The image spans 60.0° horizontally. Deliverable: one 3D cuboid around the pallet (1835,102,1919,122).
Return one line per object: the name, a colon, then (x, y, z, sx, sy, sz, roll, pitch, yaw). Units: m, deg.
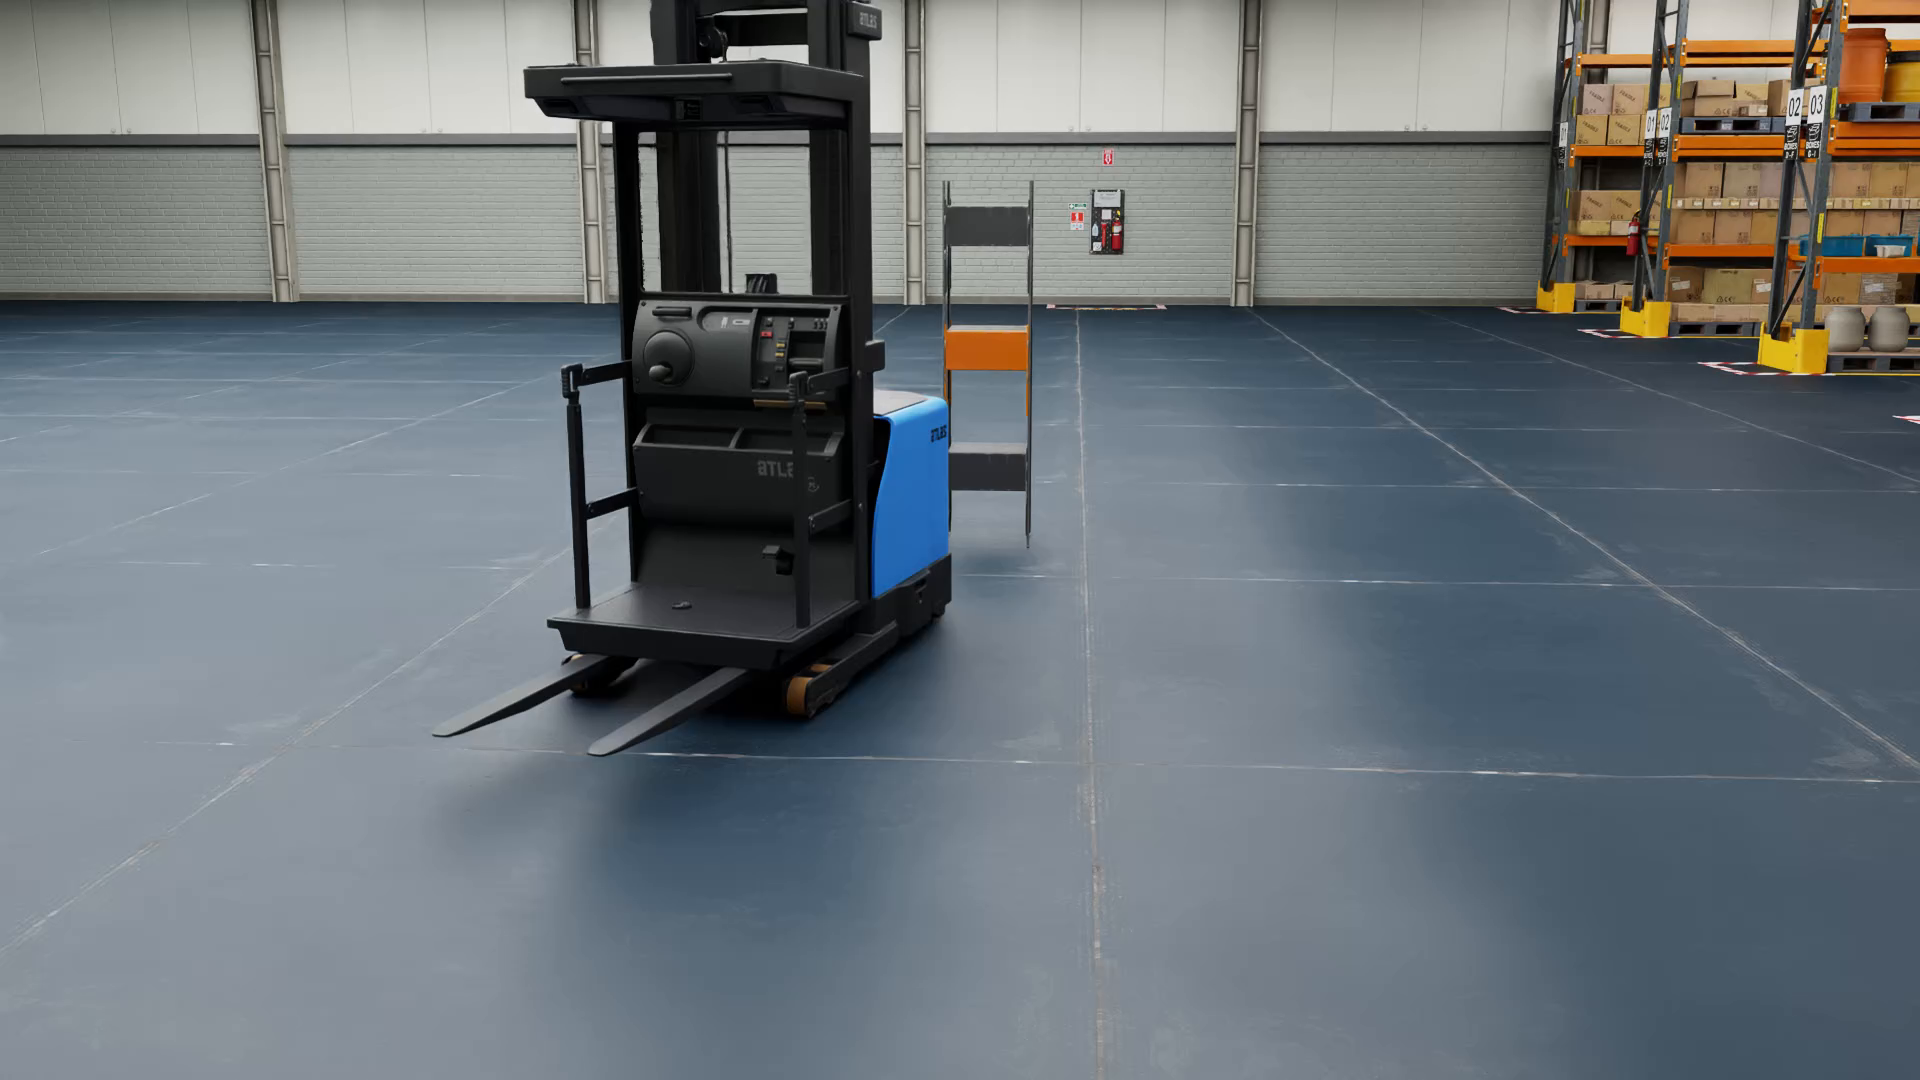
pallet: (10.542, -4.830, 18.841, 1.213, 0.211, 1.003, 1, 12, 4)

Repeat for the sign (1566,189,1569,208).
sign: (10.349, -5.823, 28.335, 0.005, 0.325, 0.100, 1, 12, 4)

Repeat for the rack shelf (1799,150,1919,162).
rack shelf: (16.372, -6.544, 28.328, 4.000, 0.370, 1.077, 1, 12, 4)

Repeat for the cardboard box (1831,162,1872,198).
cardboard box: (12.602, -5.145, 23.799, 0.500, 0.500, 0.700, 1, 12, 4)

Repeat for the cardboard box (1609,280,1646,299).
cardboard box: (11.638, -4.373, 29.013, 0.500, 0.311, 0.500, 2, 12, 8)

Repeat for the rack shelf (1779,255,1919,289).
rack shelf: (11.719, -3.106, 19.221, 4.000, 0.370, 1.077, 1, 12, 4)

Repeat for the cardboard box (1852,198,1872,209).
cardboard box: (12.748, -4.784, 23.654, 0.250, 0.149, 0.380, 1, 12, 3)

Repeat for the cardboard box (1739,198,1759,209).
cardboard box: (11.199, -4.804, 23.752, 0.250, 0.149, 0.380, 1, 12, 3)

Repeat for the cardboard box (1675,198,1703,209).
cardboard box: (10.435, -4.815, 23.803, 0.250, 0.149, 0.380, 1, 12, 3)

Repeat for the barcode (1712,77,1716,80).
barcode: (13.018, -7.960, 28.701, 0.075, 0.075, 0.001, 1, 12, 4)

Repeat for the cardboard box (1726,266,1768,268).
cardboard box: (11.612, -3.767, 24.482, 0.500, 0.500, 0.500, 1, 12, 4)

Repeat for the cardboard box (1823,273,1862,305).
cardboard box: (12.575, -3.647, 23.905, 0.500, 0.500, 0.500, 1, 12, 4)

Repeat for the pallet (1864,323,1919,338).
pallet: (13.258, -3.098, 24.232, 1.213, 0.211, 1.003, 1, 12, 4)

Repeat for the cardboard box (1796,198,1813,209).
cardboard box: (11.969, -4.794, 23.701, 0.250, 0.149, 0.380, 1, 12, 4)

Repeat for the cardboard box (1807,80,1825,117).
cardboard box: (12.414, -6.284, 23.710, 0.637, 0.503, 0.797, 2, 12, 10)

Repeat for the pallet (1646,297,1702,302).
pallet: (12.483, -4.108, 29.064, 1.213, 0.211, 1.003, 1, 12, 4)

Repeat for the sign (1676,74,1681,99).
sign: (10.015, -6.319, 23.169, 0.005, 0.325, 0.100, 1, 12, 4)

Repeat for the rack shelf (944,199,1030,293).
rack shelf: (0.165, -1.697, 9.573, 0.480, 0.518, 0.431, 1, 12, 4)

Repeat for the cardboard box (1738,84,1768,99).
cardboard box: (13.308, -7.428, 28.064, 0.500, 0.500, 0.500, 1, 12, 7)

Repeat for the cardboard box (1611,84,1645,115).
cardboard box: (11.251, -7.454, 28.187, 0.500, 0.500, 0.500, 1, 12, 3)

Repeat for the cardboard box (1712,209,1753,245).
cardboard box: (11.047, -4.531, 24.032, 0.500, 0.500, 0.700, 1, 12, 5)

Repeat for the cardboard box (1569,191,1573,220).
cardboard box: (10.870, -5.850, 29.067, 0.500, 0.500, 0.500, 1, 12, 3)

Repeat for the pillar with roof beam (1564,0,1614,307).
pillar with roof beam: (10.854, -7.734, 24.934, 0.400, 9.000, 9.100, 1, 12, 4)

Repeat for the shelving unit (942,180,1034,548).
shelving unit: (0.165, -1.025, 9.714, 0.503, 2.100, 0.431, 1, 12, 4)

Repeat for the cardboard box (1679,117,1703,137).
cardboard box: (12.290, -6.957, 28.254, 0.500, 0.500, 0.500, 2, 12, 7)

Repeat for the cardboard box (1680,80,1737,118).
cardboard box: (10.631, -6.282, 23.699, 0.637, 0.503, 0.797, 2, 12, 8)

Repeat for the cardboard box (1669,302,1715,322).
cardboard box: (10.578, -3.305, 24.102, 0.500, 0.250, 0.500, 1, 12, 4)

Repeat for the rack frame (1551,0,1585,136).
rack frame: (10.385, -8.446, 28.339, 0.127, 3.000, 1.000, 1, 12, 4)

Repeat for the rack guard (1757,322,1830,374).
rack guard: (9.802, -2.271, 19.575, 0.348, 0.500, 1.175, 1, 12, 4)

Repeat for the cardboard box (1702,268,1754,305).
cardboard box: (11.077, -3.665, 23.994, 0.500, 0.500, 0.500, 1, 12, 4)

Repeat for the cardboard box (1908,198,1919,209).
cardboard box: (13.517, -4.773, 23.604, 0.250, 0.149, 0.380, 1, 12, 3)

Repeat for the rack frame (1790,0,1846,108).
rack frame: (9.723, -6.422, 18.664, 0.127, 3.000, 1.000, 1, 12, 4)

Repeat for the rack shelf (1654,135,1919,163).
rack shelf: (12.054, -5.586, 23.751, 4.000, 0.370, 1.077, 1, 12, 4)

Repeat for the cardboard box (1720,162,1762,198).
cardboard box: (11.101, -5.166, 23.897, 0.500, 0.500, 0.700, 0, 12, 2)

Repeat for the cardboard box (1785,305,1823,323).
cardboard box: (12.075, -3.284, 24.002, 0.500, 0.250, 0.500, 1, 12, 4)

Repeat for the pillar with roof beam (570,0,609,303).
pillar with roof beam: (-7.106, -7.980, 26.111, 0.400, 9.000, 9.100, 1, 12, 4)

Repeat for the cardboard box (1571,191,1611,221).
cardboard box: (10.842, -5.745, 28.565, 0.500, 0.500, 0.500, 1, 12, 4)

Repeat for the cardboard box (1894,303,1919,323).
cardboard box: (13.572, -3.264, 23.909, 0.500, 0.250, 0.500, 1, 12, 4)

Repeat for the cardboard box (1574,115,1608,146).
cardboard box: (10.702, -6.981, 28.368, 0.500, 0.500, 0.500, 1, 12, 5)

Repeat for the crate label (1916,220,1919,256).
crate label: (11.578, -3.533, 19.418, 0.616, 0.435, 0.502, 1, 12, 4)

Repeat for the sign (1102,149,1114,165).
sign: (2.690, -6.956, 30.204, 0.199, 0.298, 0.001, 1, 12, 4)

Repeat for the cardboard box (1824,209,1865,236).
cardboard box: (12.579, -4.510, 23.931, 0.500, 0.500, 0.700, 1, 12, 5)

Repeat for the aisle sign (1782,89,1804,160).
aisle sign: (9.671, -4.820, 19.307, 0.004, 0.787, 0.394, 1, 12, 4)

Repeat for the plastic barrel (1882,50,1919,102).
plastic barrel: (10.869, -5.262, 18.958, 0.600, 0.588, 0.600, 0, 12, 0)

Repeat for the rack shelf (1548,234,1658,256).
rack shelf: (12.381, -5.130, 28.896, 4.000, 0.370, 1.077, 1, 12, 4)

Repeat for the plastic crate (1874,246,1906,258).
plastic crate: (10.595, -3.279, 18.932, 0.250, 0.136, 0.298, 1, 12, 4)

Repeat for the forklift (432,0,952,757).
forklift: (-1.000, -0.824, 6.719, 1.130, 2.935, 3.031, 4, 12, 18)

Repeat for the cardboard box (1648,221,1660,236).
cardboard box: (11.878, -5.362, 28.566, 0.500, 0.250, 0.500, 1, 12, 3)

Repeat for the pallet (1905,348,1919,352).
pallet: (11.826, -2.100, 19.464, 1.213, 0.211, 1.003, 1, 12, 4)
